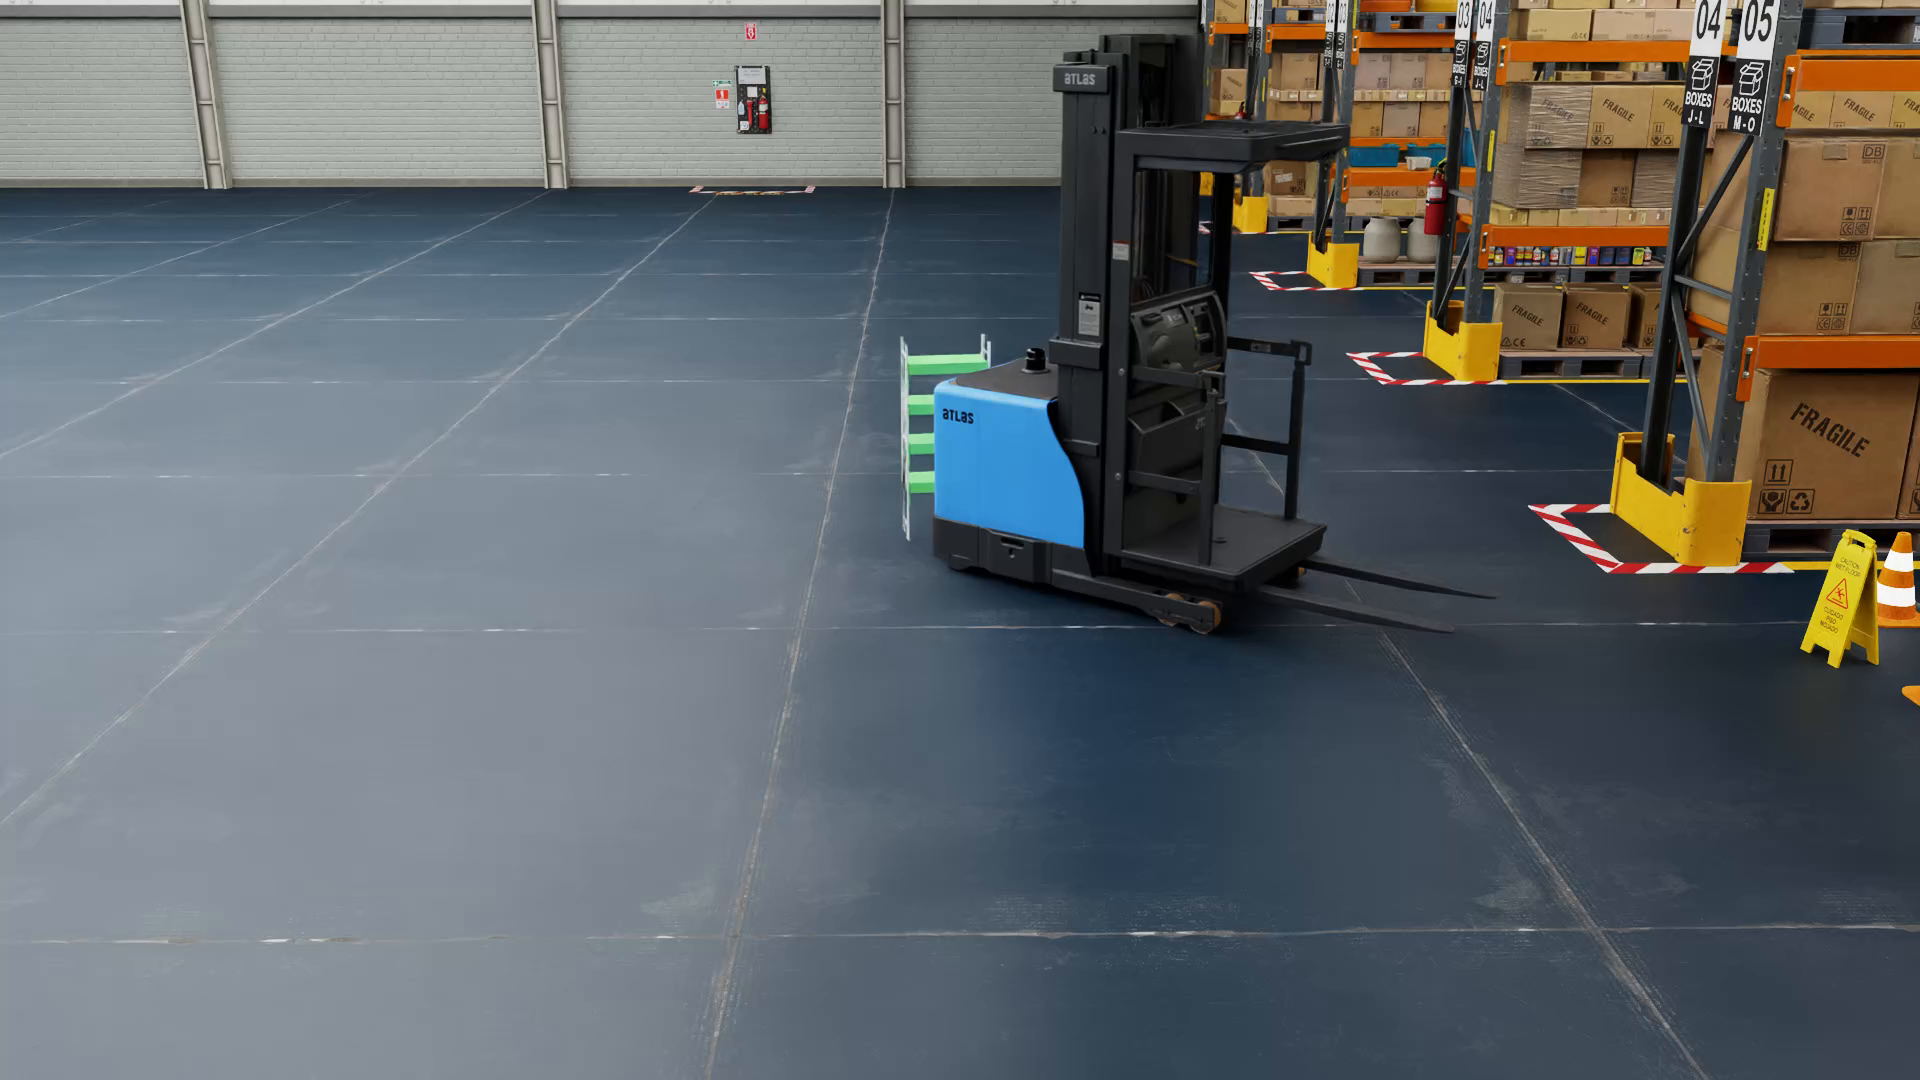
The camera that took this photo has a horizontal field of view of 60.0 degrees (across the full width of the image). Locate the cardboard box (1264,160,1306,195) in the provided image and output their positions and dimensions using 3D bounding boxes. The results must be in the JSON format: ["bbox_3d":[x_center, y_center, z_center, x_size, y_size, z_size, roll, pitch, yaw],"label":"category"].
[{"bbox_3d":[4.756,-5.336,24.357,0.500,0.500,0.500,0,18,-1],"label":"cardboard box"}]

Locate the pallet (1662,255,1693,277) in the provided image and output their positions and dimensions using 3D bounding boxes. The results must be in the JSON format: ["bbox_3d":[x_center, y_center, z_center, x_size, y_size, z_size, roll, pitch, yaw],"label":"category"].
[{"bbox_3d":[9.083,-3.189,19.643,1.213,0.211,1.003,0,18,-1],"label":"pallet"}]

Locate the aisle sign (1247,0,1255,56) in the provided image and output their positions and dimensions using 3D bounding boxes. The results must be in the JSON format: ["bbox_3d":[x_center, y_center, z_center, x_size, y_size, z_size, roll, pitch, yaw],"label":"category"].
[{"bbox_3d":[4.154,-7.322,23.705,0.004,0.787,0.394,0,18,-1],"label":"aisle sign"}]

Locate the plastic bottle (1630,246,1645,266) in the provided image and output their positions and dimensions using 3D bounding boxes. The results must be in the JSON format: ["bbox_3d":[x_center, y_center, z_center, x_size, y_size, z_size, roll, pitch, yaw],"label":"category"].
[{"bbox_3d":[7.823,-3.314,19.194,0.133,0.283,0.061,1,18,2],"label":"plastic bottle"}]

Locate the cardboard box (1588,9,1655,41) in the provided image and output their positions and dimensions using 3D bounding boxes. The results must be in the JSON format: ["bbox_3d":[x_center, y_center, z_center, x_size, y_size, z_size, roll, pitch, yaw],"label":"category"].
[{"bbox_3d":[5.379,-4.254,13.732,0.500,0.250,0.500,-1,18,-2],"label":"cardboard box"}]

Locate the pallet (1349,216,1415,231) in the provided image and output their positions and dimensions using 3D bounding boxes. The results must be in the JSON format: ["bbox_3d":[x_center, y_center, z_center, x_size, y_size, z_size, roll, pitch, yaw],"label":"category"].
[{"bbox_3d":[6.205,-4.688,24.317,1.213,0.211,1.003,0,18,-1],"label":"pallet"}]

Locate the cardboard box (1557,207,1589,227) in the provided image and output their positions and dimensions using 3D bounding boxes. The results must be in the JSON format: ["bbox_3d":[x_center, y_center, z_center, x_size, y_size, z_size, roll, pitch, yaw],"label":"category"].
[{"bbox_3d":[5.166,-2.770,14.183,0.250,0.149,0.380,0,18,-1],"label":"cardboard box"}]

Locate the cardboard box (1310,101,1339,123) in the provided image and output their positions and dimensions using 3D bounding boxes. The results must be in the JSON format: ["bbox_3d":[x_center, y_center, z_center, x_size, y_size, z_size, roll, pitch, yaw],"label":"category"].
[{"bbox_3d":[5.216,-6.045,23.816,0.500,0.500,0.700,0,18,1],"label":"cardboard box"}]

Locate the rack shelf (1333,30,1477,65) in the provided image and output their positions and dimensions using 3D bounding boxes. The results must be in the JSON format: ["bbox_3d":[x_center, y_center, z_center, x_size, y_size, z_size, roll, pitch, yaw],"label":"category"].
[{"bbox_3d":[6.299,-5.577,18.790,4.000,0.370,1.077,0,18,-1],"label":"rack shelf"}]

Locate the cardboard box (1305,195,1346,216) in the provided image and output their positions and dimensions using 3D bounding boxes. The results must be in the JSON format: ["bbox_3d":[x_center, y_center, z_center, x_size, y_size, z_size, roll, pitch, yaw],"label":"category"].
[{"bbox_3d":[5.264,-4.823,23.987,0.500,0.250,0.500,0,18,-1],"label":"cardboard box"}]

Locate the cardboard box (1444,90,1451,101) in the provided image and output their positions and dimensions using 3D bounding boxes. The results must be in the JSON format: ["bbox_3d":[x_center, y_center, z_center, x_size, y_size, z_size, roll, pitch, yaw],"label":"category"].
[{"bbox_3d":[6.938,-6.299,23.548,0.250,0.149,0.380,0,18,-1],"label":"cardboard box"}]

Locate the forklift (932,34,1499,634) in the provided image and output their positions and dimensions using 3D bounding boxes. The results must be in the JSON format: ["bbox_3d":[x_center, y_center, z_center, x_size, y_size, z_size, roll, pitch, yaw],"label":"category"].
[{"bbox_3d":[1.327,-1.097,8.670,3.031,2.935,1.130,13,22,34],"label":"forklift"}]

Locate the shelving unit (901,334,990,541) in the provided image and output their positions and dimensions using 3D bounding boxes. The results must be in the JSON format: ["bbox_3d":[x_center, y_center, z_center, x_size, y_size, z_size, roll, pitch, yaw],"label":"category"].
[{"bbox_3d":[-0.088,-0.615,10.000,0.503,1.200,0.258,-3,18,-8],"label":"shelving unit"}]

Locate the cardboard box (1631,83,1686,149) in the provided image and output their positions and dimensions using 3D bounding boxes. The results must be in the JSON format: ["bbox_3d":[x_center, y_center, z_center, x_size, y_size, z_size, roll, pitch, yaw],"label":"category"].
[{"bbox_3d":[5.931,-3.557,13.937,0.500,0.500,0.500,0,18,-1],"label":"cardboard box"}]

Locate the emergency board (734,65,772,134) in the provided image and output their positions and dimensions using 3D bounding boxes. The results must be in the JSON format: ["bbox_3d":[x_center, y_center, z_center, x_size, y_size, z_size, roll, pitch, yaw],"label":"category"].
[{"bbox_3d":[-3.642,-7.746,29.283,0.643,1.169,0.194,0,18,-1],"label":"emergency board"}]

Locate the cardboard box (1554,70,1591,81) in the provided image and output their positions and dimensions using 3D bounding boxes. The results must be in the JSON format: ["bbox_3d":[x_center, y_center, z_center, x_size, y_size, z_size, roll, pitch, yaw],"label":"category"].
[{"bbox_3d":[10.426,-7.785,28.521,0.500,0.500,0.700,0,18,-1],"label":"cardboard box"}]

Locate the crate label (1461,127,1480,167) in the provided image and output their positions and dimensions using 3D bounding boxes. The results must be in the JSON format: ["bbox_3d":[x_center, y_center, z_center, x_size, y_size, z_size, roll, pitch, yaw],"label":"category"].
[{"bbox_3d":[6.135,-4.590,19.388,0.616,0.435,0.502,0,18,-1],"label":"crate label"}]

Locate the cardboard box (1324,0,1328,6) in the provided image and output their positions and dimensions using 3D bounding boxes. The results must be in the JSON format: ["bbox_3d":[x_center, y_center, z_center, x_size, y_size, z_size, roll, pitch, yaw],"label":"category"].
[{"bbox_3d":[5.372,-7.704,23.571,0.500,0.250,0.500,0,18,-1],"label":"cardboard box"}]

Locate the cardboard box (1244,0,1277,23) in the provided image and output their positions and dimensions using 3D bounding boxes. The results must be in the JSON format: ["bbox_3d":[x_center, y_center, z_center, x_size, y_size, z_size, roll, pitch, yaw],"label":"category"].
[{"bbox_3d":[5.018,-8.910,27.805,0.500,0.500,0.500,1,18,3],"label":"cardboard box"}]

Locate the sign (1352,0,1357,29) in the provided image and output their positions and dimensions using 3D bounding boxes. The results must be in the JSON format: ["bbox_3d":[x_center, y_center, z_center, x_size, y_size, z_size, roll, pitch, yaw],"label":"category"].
[{"bbox_3d":[4.303,-5.746,18.124,0.005,0.325,0.100,0,18,-1],"label":"sign"}]

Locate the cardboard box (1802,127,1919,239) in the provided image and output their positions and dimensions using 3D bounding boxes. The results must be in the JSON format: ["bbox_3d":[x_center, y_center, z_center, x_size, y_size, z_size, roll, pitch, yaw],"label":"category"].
[{"bbox_3d":[5.274,-2.060,9.545,0.550,0.550,0.875,0,18,-1],"label":"cardboard box"}]

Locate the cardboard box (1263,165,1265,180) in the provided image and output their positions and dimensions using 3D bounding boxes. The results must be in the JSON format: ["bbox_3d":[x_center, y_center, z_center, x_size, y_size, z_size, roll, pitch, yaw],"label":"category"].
[{"bbox_3d":[5.406,-6.415,28.817,0.500,0.311,0.500,1,18,4],"label":"cardboard box"}]

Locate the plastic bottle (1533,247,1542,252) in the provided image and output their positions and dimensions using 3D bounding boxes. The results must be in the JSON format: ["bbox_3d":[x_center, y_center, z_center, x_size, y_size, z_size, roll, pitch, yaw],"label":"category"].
[{"bbox_3d":[6.898,-3.488,19.750,0.135,0.276,0.152,0,18,-1],"label":"plastic bottle"}]

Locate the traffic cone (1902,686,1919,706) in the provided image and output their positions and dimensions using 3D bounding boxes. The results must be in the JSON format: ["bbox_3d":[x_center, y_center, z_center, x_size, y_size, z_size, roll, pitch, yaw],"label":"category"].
[{"bbox_3d":[4.586,0.532,7.631,0.334,0.463,0.336,0,18,-1],"label":"traffic cone"}]

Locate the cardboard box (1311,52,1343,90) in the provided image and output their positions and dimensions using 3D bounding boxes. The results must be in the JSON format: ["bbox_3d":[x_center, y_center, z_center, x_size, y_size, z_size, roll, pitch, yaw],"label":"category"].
[{"bbox_3d":[5.270,-6.663,23.619,0.500,0.500,0.700,-1,18,-2],"label":"cardboard box"}]

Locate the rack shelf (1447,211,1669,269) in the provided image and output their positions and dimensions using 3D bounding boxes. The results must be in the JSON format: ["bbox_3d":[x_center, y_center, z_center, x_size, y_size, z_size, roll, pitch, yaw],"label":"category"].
[{"bbox_3d":[6.377,-2.636,14.532,4.000,0.370,1.077,0,18,-1],"label":"rack shelf"}]

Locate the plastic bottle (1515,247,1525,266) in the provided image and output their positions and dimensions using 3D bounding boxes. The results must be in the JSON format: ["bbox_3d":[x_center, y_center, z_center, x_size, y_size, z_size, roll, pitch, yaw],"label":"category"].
[{"bbox_3d":[6.459,-3.307,19.193,0.097,0.271,0.097,0,18,0],"label":"plastic bottle"}]

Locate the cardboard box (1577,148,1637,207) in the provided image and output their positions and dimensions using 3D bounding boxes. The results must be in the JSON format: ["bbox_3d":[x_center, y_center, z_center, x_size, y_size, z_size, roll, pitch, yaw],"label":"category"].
[{"bbox_3d":[5.426,-3.192,14.435,0.500,0.500,0.875,0,18,-1],"label":"cardboard box"}]

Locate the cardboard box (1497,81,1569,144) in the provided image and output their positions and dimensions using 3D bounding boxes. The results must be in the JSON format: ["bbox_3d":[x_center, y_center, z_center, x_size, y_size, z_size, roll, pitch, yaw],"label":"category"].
[{"bbox_3d":[4.923,-3.712,14.422,0.500,0.500,0.500,0,18,-1],"label":"cardboard box"}]

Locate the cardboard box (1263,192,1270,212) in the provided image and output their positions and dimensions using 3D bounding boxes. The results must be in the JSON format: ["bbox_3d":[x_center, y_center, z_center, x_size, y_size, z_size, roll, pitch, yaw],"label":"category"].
[{"bbox_3d":[4.756,-4.978,24.469,0.500,0.250,0.500,0,18,-1],"label":"cardboard box"}]

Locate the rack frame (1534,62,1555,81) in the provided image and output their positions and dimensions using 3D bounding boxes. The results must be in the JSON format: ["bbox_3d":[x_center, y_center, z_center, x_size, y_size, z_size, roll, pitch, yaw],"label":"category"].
[{"bbox_3d":[8.224,-6.014,23.884,0.127,3.000,1.000,0,18,-1],"label":"rack frame"}]

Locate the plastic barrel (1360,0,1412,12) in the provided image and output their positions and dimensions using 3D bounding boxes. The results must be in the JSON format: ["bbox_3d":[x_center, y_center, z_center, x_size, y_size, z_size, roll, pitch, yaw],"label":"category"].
[{"bbox_3d":[4.783,-6.356,18.648,0.708,0.830,0.600,0,18,-1],"label":"plastic barrel"}]

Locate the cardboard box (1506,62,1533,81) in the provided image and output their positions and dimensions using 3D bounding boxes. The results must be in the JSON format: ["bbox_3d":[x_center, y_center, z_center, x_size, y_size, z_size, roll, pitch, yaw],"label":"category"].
[{"bbox_3d":[7.780,-6.675,23.658,0.500,0.500,0.700,0,18,-1],"label":"cardboard box"}]

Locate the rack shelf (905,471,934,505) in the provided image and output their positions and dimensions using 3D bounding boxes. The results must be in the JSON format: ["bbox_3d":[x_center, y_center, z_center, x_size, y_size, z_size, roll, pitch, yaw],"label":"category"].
[{"bbox_3d":[-0.088,-0.325,10.093,0.480,0.148,0.258,-3,18,-8],"label":"rack shelf"}]

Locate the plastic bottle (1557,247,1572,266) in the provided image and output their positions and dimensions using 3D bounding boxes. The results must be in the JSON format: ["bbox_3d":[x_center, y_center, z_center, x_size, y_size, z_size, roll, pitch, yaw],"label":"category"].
[{"bbox_3d":[6.982,-3.320,19.226,0.135,0.276,0.152,0,18,0],"label":"plastic bottle"}]

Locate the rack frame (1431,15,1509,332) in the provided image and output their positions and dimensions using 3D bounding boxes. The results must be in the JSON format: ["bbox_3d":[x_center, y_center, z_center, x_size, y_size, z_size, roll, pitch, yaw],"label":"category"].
[{"bbox_3d":[4.377,-2.969,14.392,0.127,3.000,1.000,0,18,-1],"label":"rack frame"}]

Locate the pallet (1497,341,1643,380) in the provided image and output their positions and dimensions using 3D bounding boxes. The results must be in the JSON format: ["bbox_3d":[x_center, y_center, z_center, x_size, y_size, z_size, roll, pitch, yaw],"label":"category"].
[{"bbox_3d":[5.266,-1.635,14.798,1.213,0.211,1.003,0,18,-1],"label":"pallet"}]

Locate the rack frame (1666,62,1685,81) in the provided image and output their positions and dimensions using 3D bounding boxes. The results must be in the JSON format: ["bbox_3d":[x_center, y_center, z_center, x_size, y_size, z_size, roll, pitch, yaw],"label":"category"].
[{"bbox_3d":[12.142,-7.546,28.660,0.127,3.000,1.000,0,18,-1],"label":"rack frame"}]

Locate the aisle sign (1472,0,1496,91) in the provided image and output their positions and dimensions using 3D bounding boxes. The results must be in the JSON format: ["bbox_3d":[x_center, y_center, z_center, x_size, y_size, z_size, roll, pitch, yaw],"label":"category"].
[{"bbox_3d":[4.320,-4.115,13.709,0.004,0.787,0.394,0,18,-1],"label":"aisle sign"}]

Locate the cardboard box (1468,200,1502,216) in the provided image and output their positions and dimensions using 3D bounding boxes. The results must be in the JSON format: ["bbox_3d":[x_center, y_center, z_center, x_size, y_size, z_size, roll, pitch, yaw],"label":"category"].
[{"bbox_3d":[4.659,-2.914,14.631,0.250,0.149,0.380,0,18,-1],"label":"cardboard box"}]

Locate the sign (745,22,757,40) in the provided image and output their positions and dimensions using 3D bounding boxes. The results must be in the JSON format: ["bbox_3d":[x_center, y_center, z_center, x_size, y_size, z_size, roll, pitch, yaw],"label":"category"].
[{"bbox_3d":[-3.652,-8.880,29.024,0.199,0.298,0.001,0,18,-1],"label":"sign"}]

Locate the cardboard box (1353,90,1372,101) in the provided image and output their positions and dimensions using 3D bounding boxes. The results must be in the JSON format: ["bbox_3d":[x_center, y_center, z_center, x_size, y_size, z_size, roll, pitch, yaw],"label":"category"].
[{"bbox_3d":[5.652,-6.293,23.527,0.250,0.149,0.380,-1,18,-3],"label":"cardboard box"}]

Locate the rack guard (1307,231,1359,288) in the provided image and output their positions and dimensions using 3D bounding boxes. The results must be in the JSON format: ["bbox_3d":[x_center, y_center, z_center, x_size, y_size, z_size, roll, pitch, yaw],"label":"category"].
[{"bbox_3d":[4.374,-3.306,19.536,0.348,0.500,1.175,0,18,-1],"label":"rack guard"}]

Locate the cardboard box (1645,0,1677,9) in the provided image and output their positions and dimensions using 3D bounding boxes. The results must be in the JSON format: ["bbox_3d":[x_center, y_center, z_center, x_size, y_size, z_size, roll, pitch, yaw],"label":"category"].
[{"bbox_3d":[5.684,-4.436,13.649,0.250,0.149,0.380,0,18,-1],"label":"cardboard box"}]

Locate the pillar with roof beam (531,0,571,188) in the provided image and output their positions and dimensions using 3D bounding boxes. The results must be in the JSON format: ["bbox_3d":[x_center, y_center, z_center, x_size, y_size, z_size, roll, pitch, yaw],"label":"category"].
[{"bbox_3d":[-7.102,-9.259,24.179,0.400,9.000,9.100,0,18,-1],"label":"pillar with roof beam"}]

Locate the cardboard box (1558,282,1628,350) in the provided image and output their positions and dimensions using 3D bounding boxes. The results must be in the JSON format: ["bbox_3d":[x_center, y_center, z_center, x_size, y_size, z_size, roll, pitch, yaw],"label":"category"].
[{"bbox_3d":[5.599,-1.990,14.745,0.500,0.500,0.500,4,18,14],"label":"cardboard box"}]

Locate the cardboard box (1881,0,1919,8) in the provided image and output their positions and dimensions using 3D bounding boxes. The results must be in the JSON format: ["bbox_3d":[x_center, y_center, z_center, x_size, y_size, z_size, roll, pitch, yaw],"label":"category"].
[{"bbox_3d":[4.957,-2.915,8.874,0.250,0.149,0.380,0,18,0],"label":"cardboard box"}]

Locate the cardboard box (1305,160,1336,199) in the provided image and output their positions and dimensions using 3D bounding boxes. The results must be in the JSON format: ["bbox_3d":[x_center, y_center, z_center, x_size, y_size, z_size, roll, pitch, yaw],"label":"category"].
[{"bbox_3d":[5.264,-5.180,23.871,0.500,0.500,0.500,0,18,-1],"label":"cardboard box"}]
